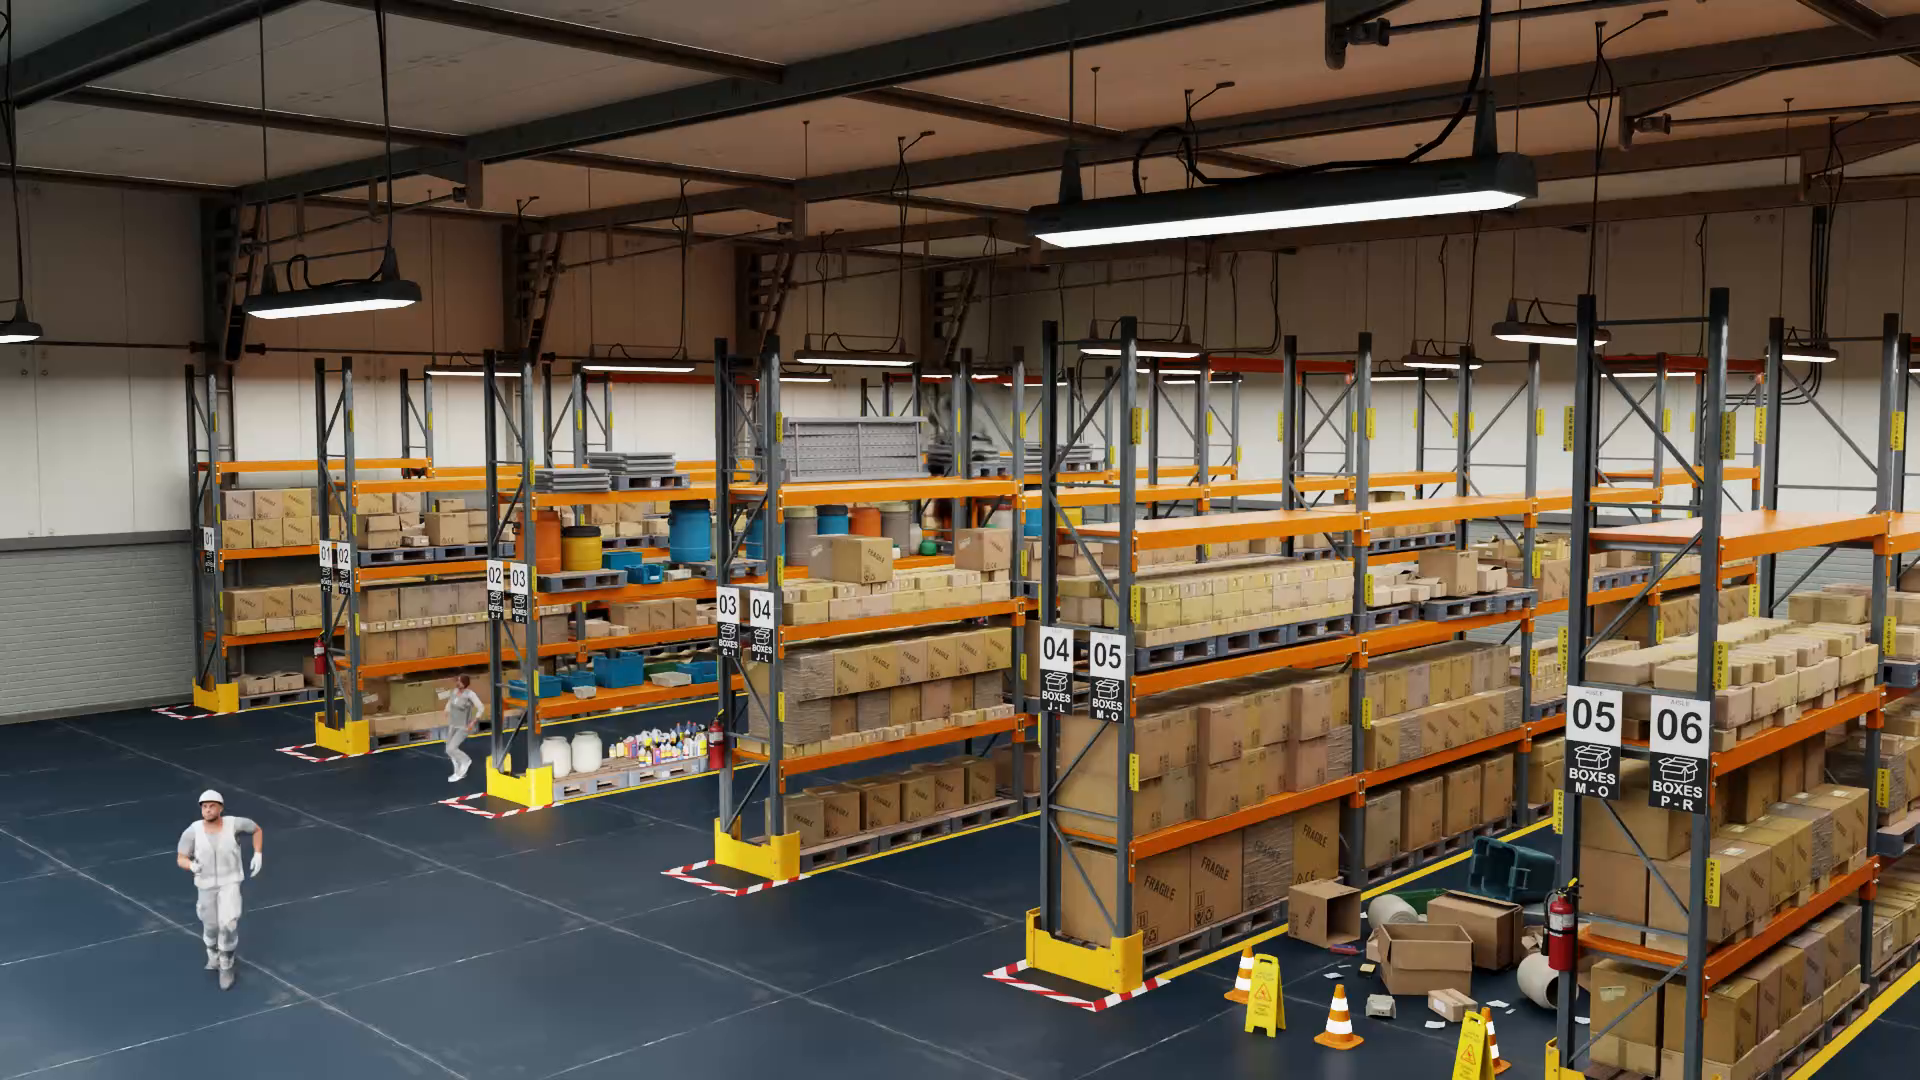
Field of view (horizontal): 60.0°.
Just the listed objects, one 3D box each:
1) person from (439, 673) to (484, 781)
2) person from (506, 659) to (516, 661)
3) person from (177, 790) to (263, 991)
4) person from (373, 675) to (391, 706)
[{"bbox_3d":[-6.987,2.633,23.209,0.603,1.534,0.473,3,5,31],"label":"person"},{"bbox_3d":[-7.931,2.012,29.723,0.687,1.772,0.889,4,6,44],"label":"person"},{"bbox_3d":[-6.660,3.123,14.979,0.673,1.795,0.898,-1,5,-14],"label":"person"},{"bbox_3d":[-9.669,2.225,27.572,0.568,1.666,0.656,4,6,41],"label":"person"}]
